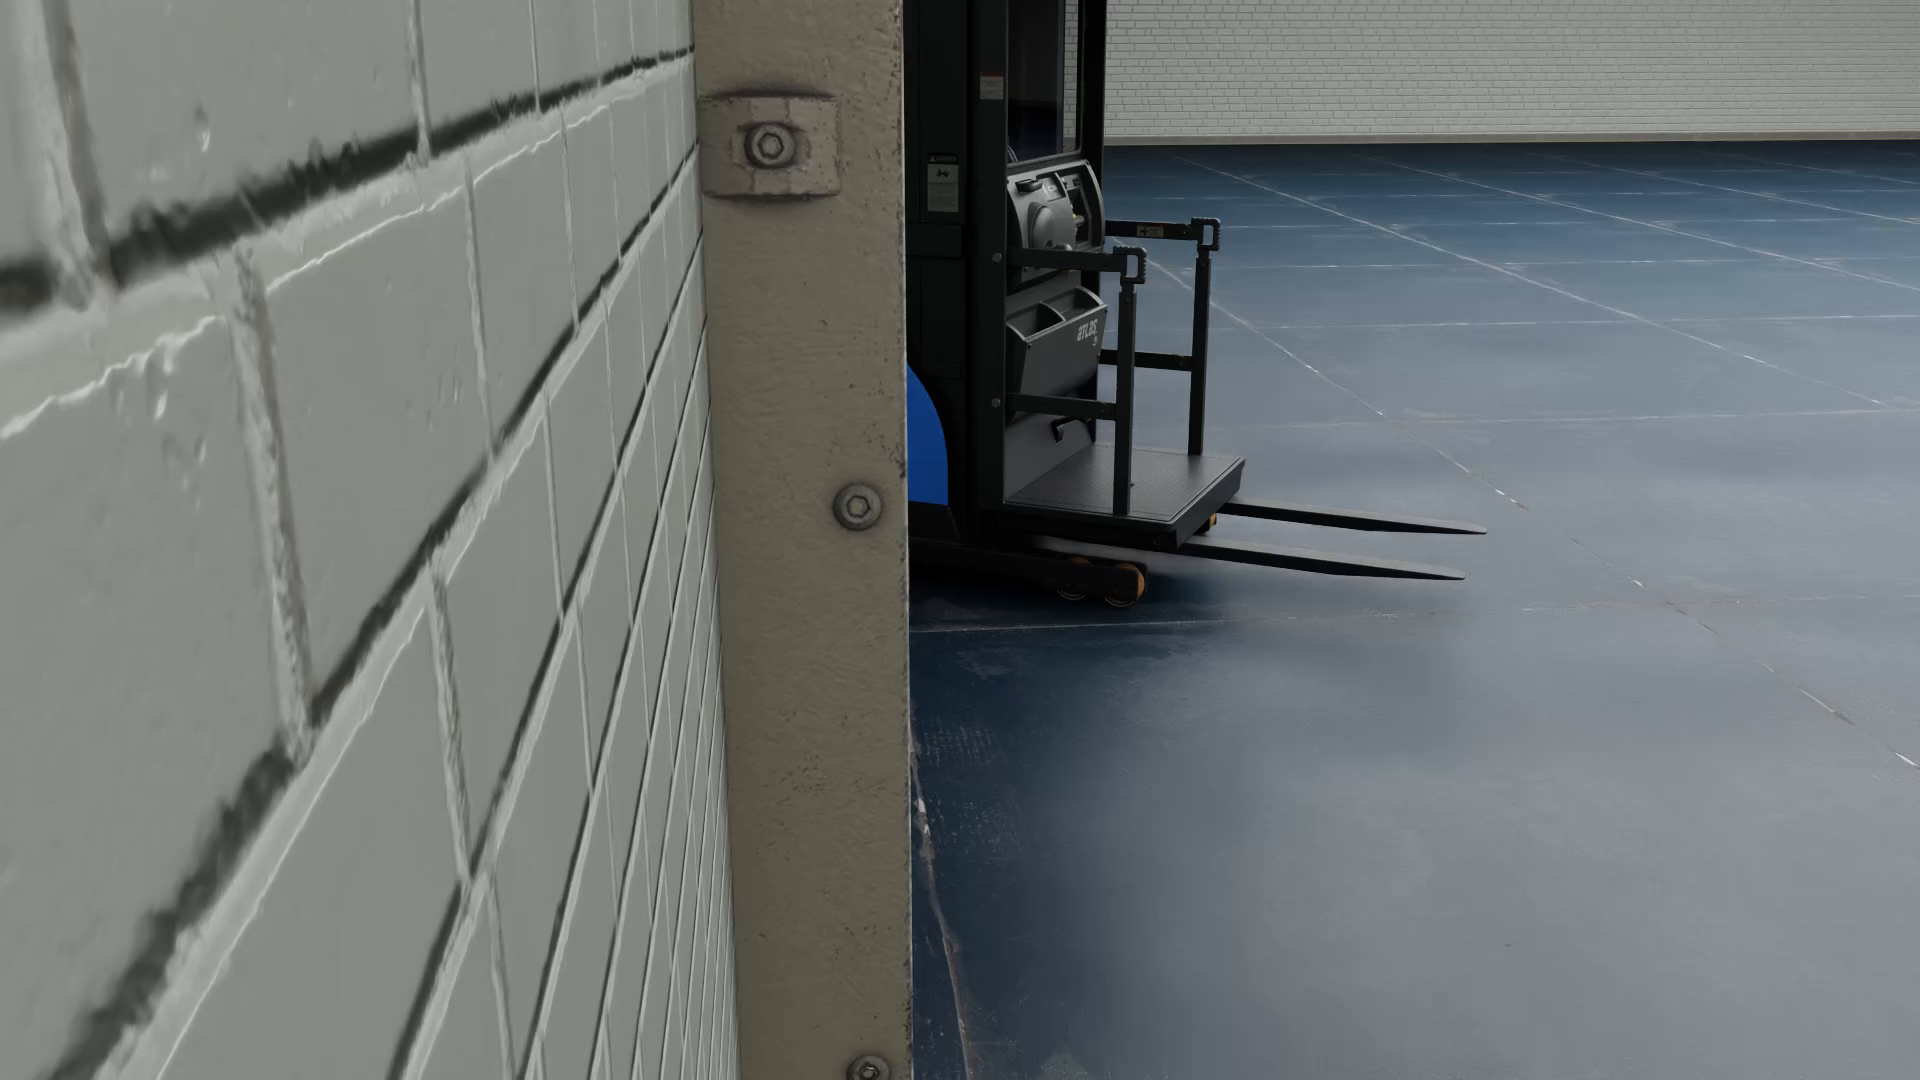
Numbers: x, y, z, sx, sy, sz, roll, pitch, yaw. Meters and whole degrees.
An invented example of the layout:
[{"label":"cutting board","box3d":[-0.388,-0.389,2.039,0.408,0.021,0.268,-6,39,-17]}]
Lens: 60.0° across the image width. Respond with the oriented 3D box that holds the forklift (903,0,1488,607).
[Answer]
[{"label":"forklift","box3d":[0.569,-1.322,6.496,3.031,2.935,1.130,8,19,23]}]
